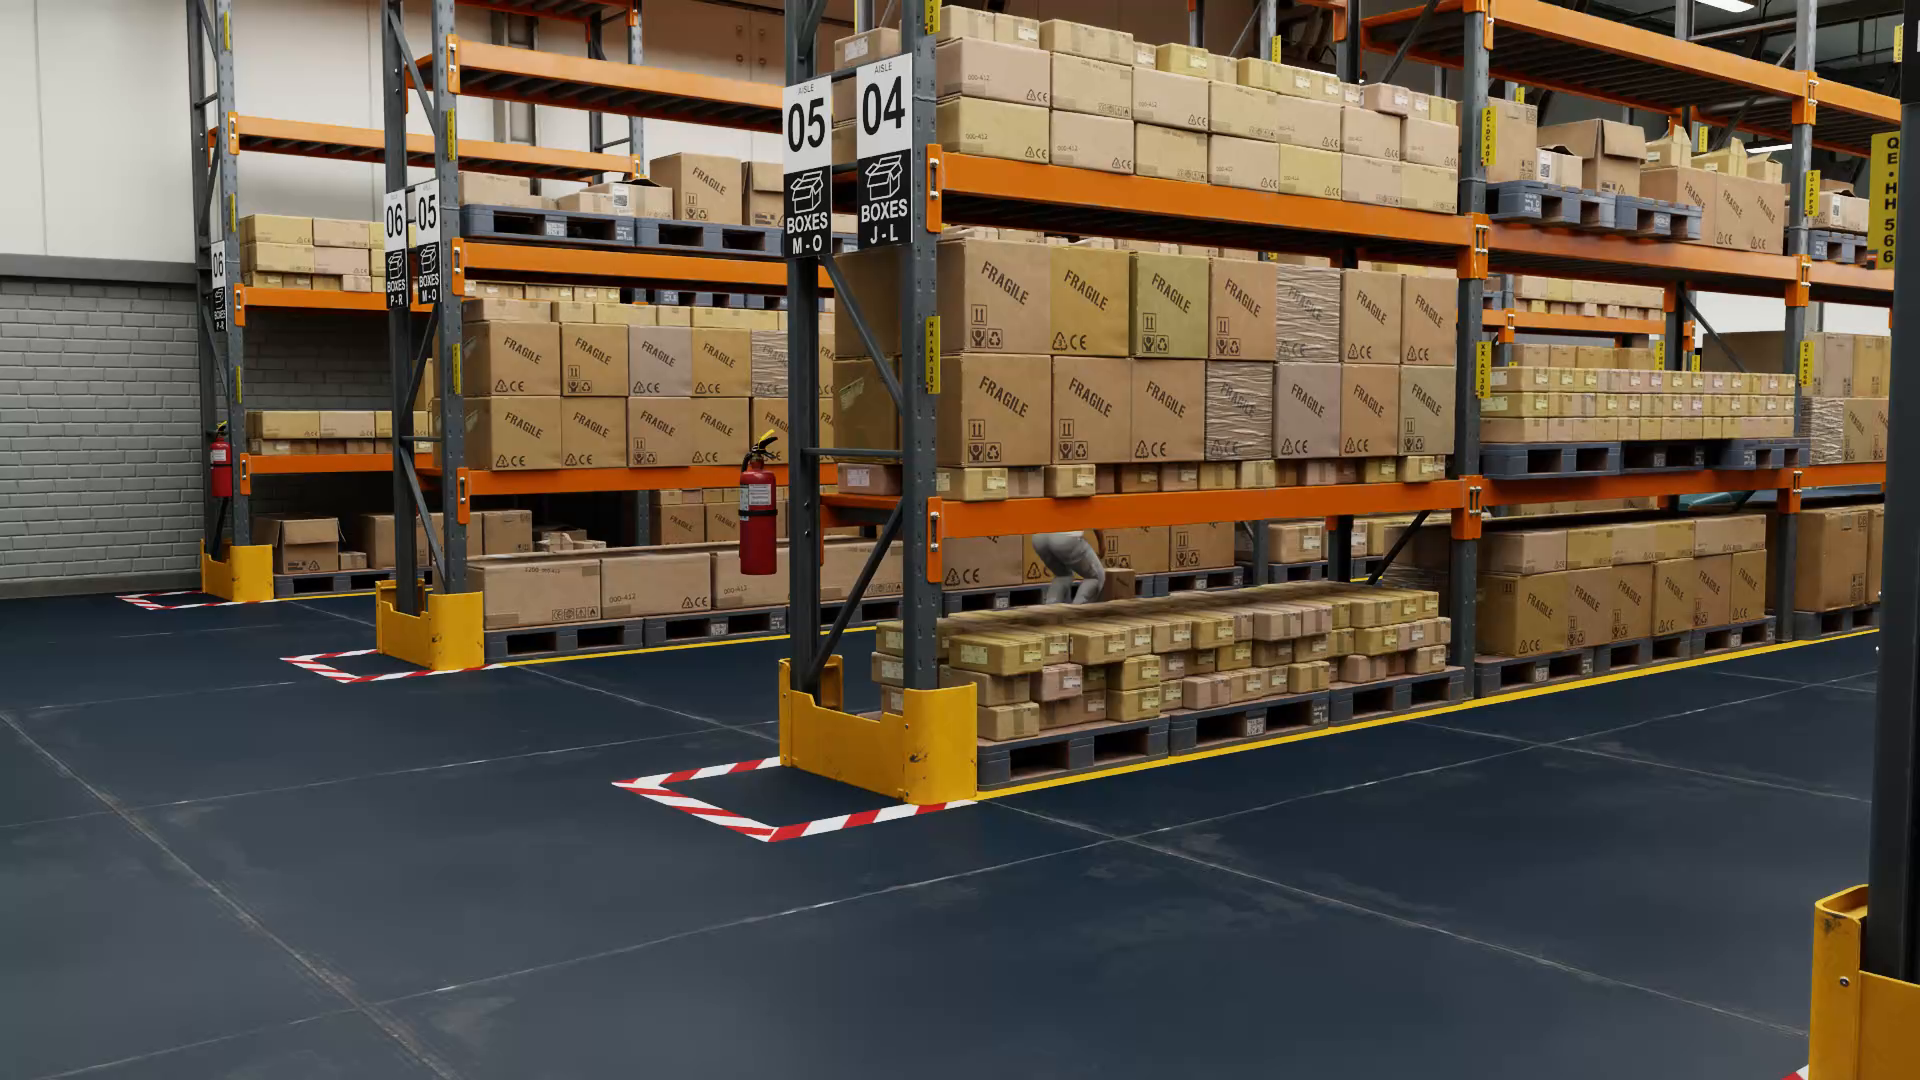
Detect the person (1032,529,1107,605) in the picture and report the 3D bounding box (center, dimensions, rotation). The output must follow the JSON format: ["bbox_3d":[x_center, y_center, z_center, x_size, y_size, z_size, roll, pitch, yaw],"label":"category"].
[{"bbox_3d":[0.853,0.001,12.893,0.691,1.421,0.533,-3,6,-38],"label":"person"}]
